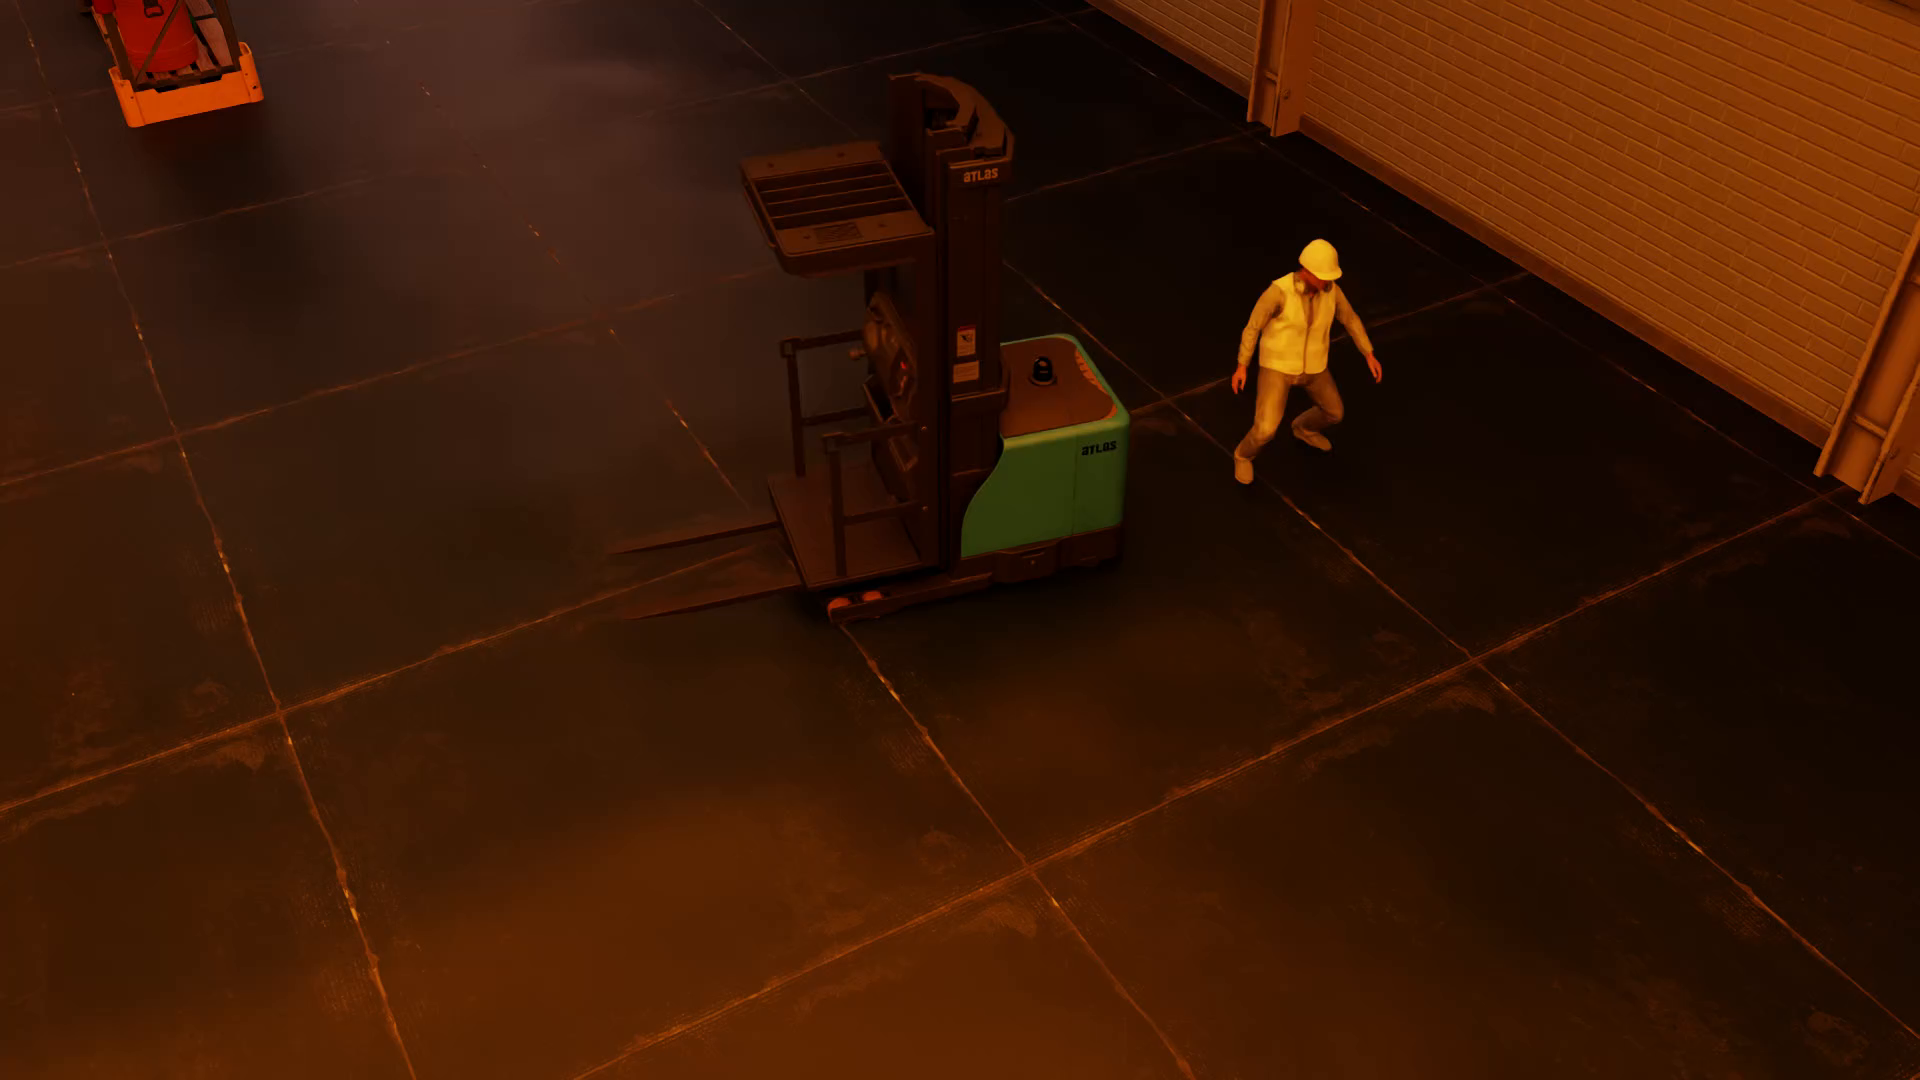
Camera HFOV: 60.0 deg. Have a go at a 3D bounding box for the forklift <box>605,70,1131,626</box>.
[{"bbox_3d":[-0.580,-1.006,9.250,3.031,2.935,1.130,-12,41,-14],"label":"forklift"}]

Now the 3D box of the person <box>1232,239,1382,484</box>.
[{"bbox_3d":[2.147,-1.119,10.417,0.936,1.648,0.664,-9,40,-10],"label":"person"}]
